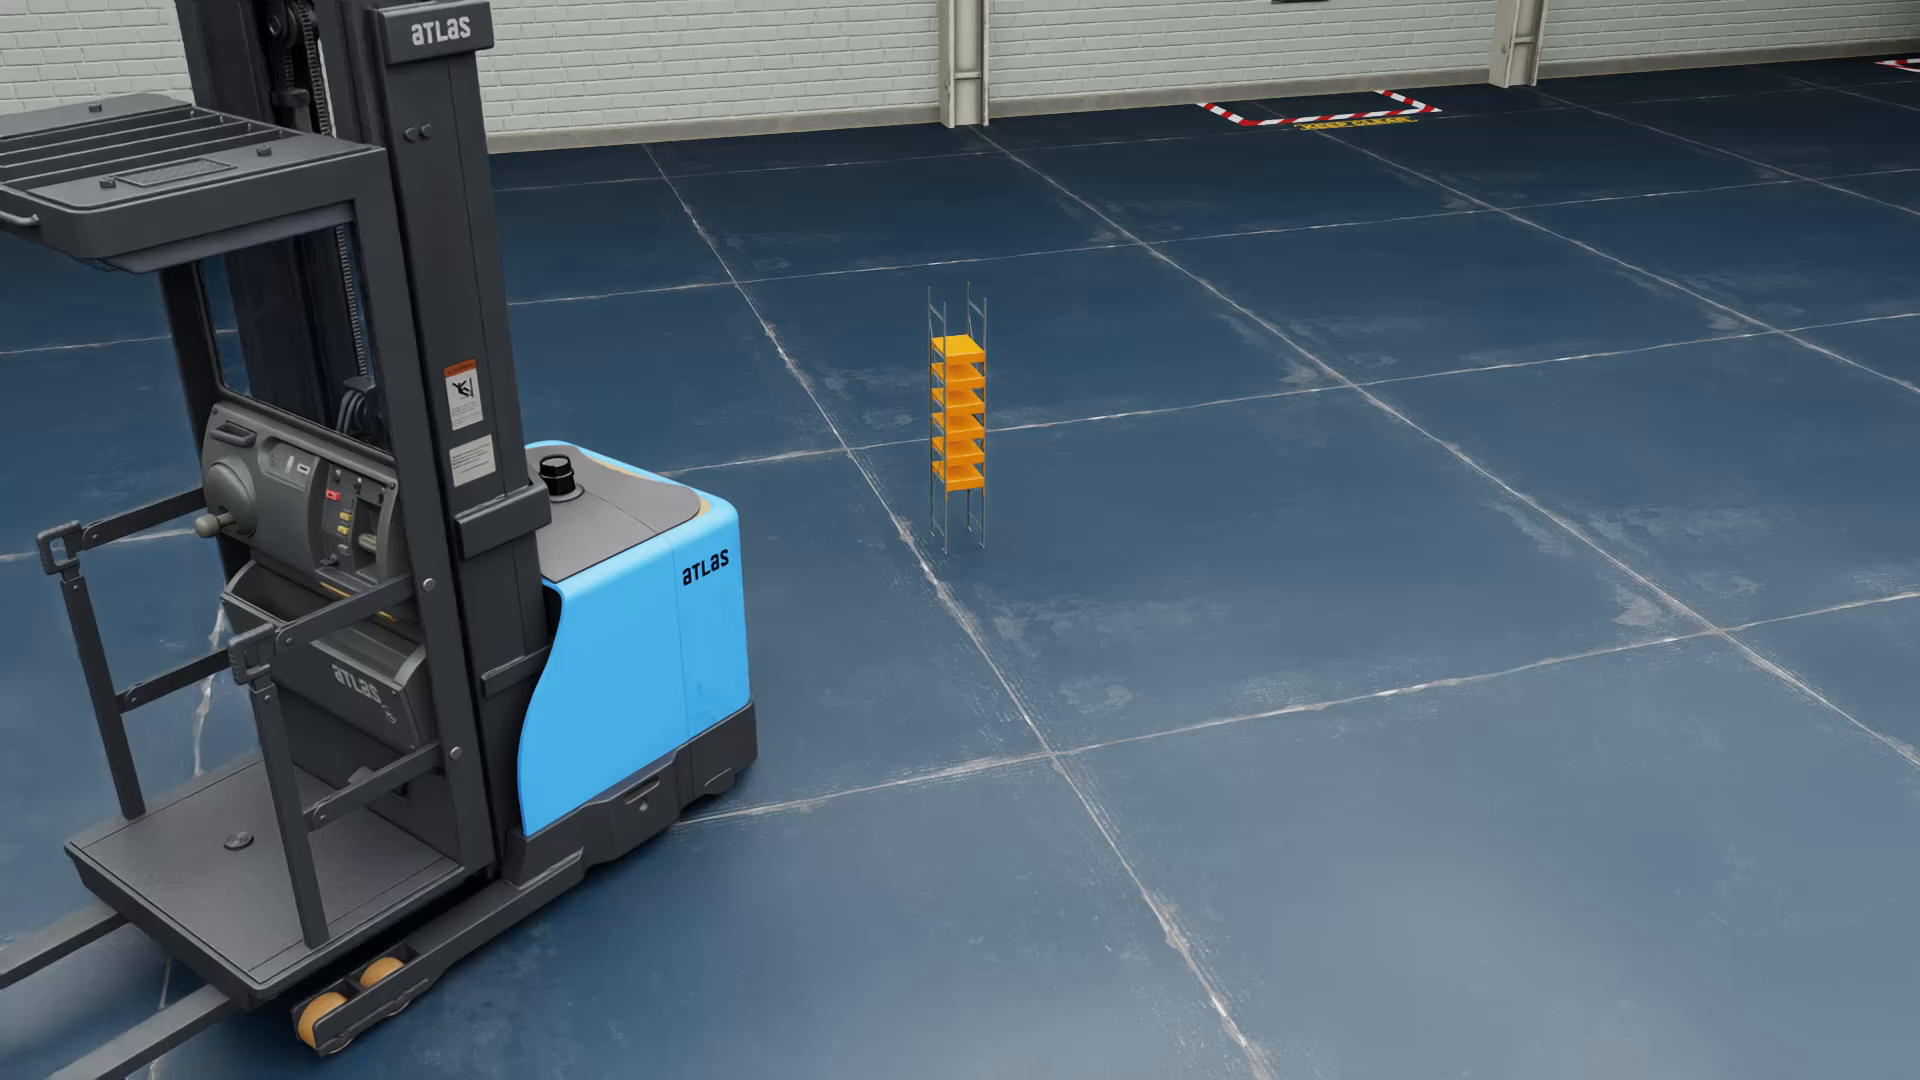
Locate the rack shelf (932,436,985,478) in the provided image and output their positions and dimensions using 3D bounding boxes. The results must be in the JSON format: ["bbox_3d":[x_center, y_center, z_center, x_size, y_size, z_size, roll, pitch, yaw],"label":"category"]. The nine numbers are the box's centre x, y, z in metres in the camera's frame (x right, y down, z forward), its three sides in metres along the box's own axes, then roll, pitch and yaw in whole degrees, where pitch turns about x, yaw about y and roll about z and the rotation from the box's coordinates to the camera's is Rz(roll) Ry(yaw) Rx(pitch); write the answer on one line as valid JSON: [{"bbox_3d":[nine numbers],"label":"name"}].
[{"bbox_3d":[-0.014,-0.388,7.552,0.180,0.103,0.258,-8,28,-16],"label":"rack shelf"}]

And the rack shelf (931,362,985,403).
[{"bbox_3d":[-0.014,-0.711,7.392,0.180,0.103,0.258,-8,28,-16],"label":"rack shelf"}]

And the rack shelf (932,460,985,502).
[{"bbox_3d":[-0.014,-0.281,7.606,0.180,0.103,0.258,-8,28,-16],"label":"rack shelf"}]

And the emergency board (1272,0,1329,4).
[{"bbox_3d":[3.367,-5.778,16.015,0.626,1.169,0.157,-8,28,-16],"label":"emergency board"}]

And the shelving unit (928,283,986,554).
[{"bbox_3d":[-0.014,-0.535,7.479,0.189,1.200,0.258,-8,28,-16],"label":"shelving unit"}]

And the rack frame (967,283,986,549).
[{"bbox_3d":[0.073,-0.548,7.505,0.006,1.200,0.240,-8,28,-16],"label":"rack frame"}]

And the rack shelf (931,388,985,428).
[{"bbox_3d":[-0.014,-0.603,7.446,0.180,0.103,0.258,-8,28,-16],"label":"rack shelf"}]

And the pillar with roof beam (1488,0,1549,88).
[{"bbox_3d":[7.076,-6.962,11.654,0.400,9.000,9.100,-8,28,-16],"label":"pillar with roof beam"}]

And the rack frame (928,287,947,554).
[{"bbox_3d":[-0.101,-0.523,7.454,0.006,1.200,0.240,-8,28,-16],"label":"rack frame"}]

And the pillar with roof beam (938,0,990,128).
[{"bbox_3d":[1.371,-6.136,9.990,0.400,9.000,9.100,-8,28,-16],"label":"pillar with roof beam"}]

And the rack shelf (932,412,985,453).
[{"bbox_3d":[-0.014,-0.496,7.499,0.180,0.103,0.258,-8,28,-16],"label":"rack shelf"}]

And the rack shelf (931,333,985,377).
[{"bbox_3d":[-0.014,-0.818,7.339,0.180,0.103,0.258,-8,28,-16],"label":"rack shelf"}]

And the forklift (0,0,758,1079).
[{"bbox_3d":[-2.031,-0.088,4.631,1.130,2.935,3.031,19,32,33],"label":"forklift"}]
